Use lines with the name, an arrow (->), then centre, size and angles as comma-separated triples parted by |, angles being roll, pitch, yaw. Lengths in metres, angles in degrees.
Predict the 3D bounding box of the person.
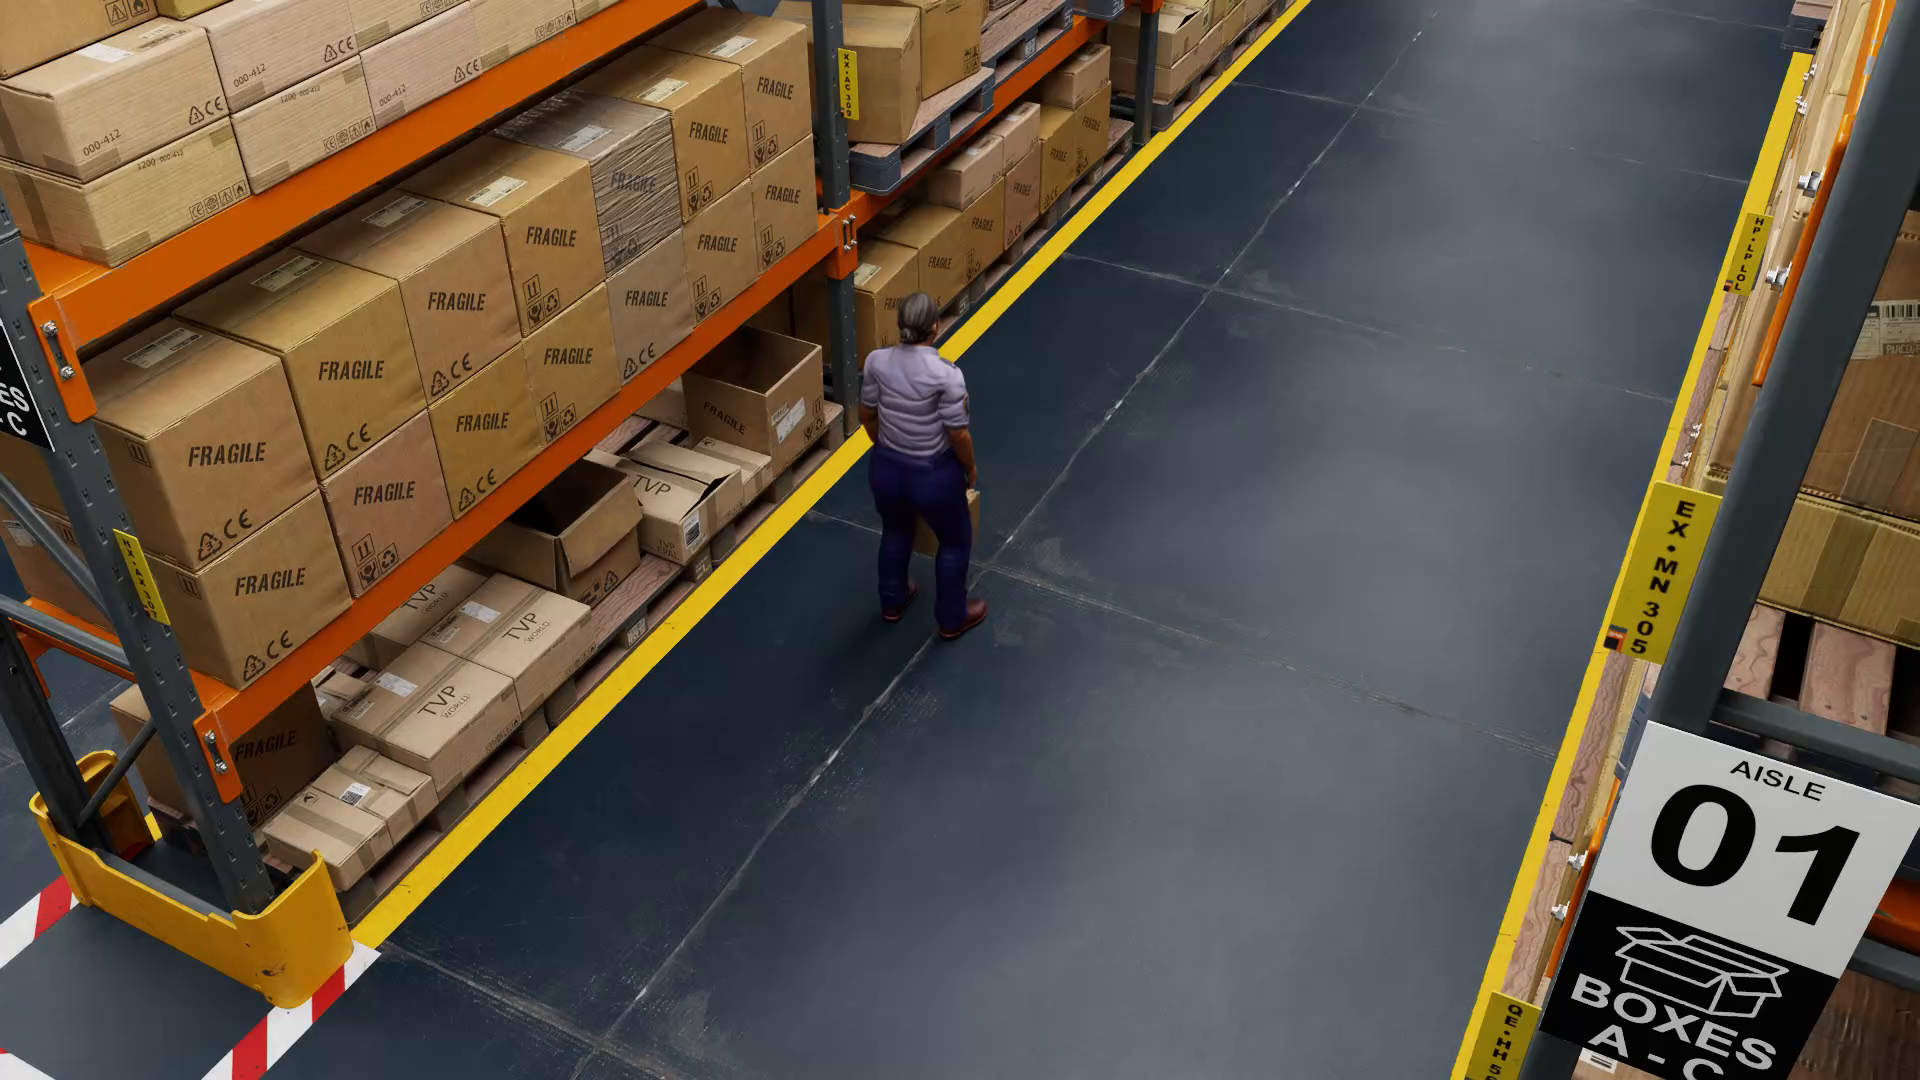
person -> -0.167, -0.300, 7.134 | 0.530, 1.654, 0.368 | 16, 41, 20
